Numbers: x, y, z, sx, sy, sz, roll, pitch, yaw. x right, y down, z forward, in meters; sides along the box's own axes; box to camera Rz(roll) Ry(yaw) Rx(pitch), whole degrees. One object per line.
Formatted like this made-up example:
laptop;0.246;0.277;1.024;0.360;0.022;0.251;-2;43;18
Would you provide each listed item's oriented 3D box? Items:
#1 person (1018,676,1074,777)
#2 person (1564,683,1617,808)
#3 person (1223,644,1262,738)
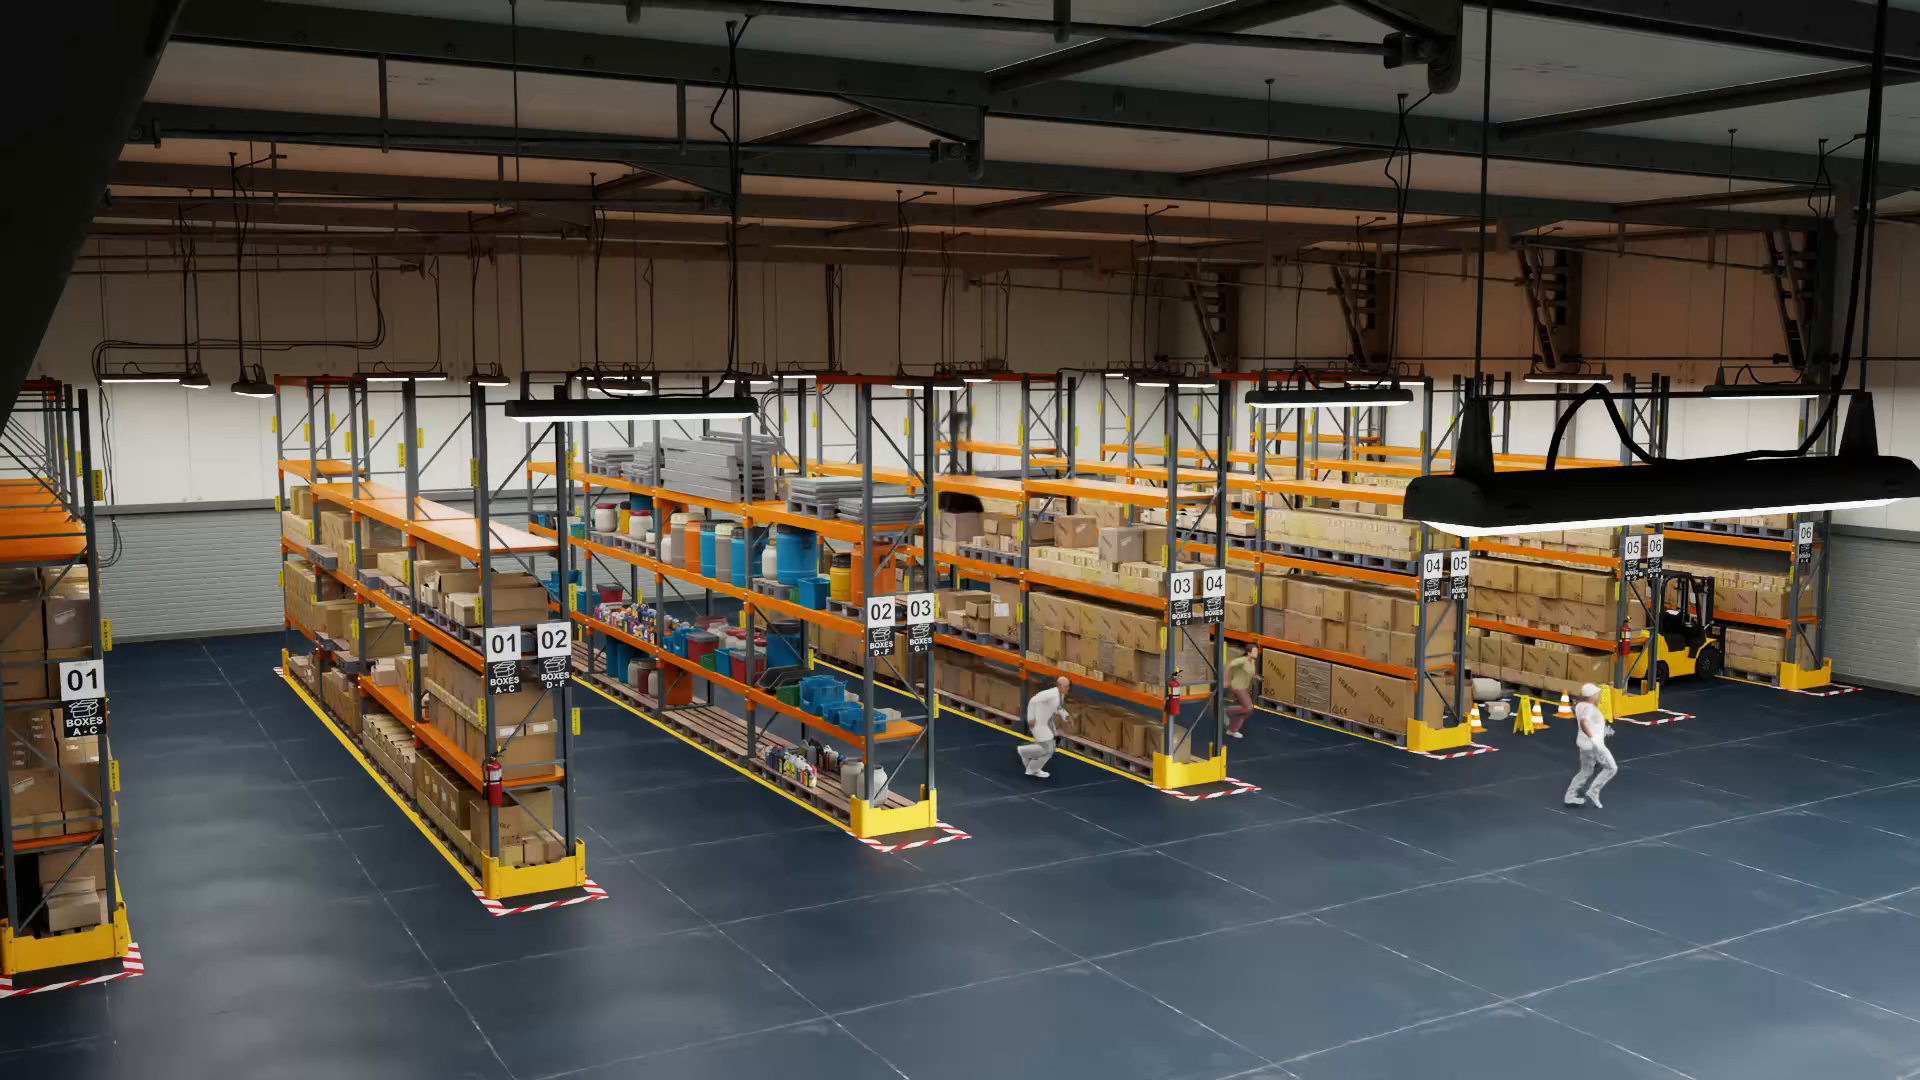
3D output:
person;1.261;2.816;25.034;0.887;1.591;0.735;4;7;31
person;8.913;2.905;23.425;0.693;1.773;0.694;0;6;-1
person;4.724;2.511;27.823;0.673;1.597;0.570;5;8;36
